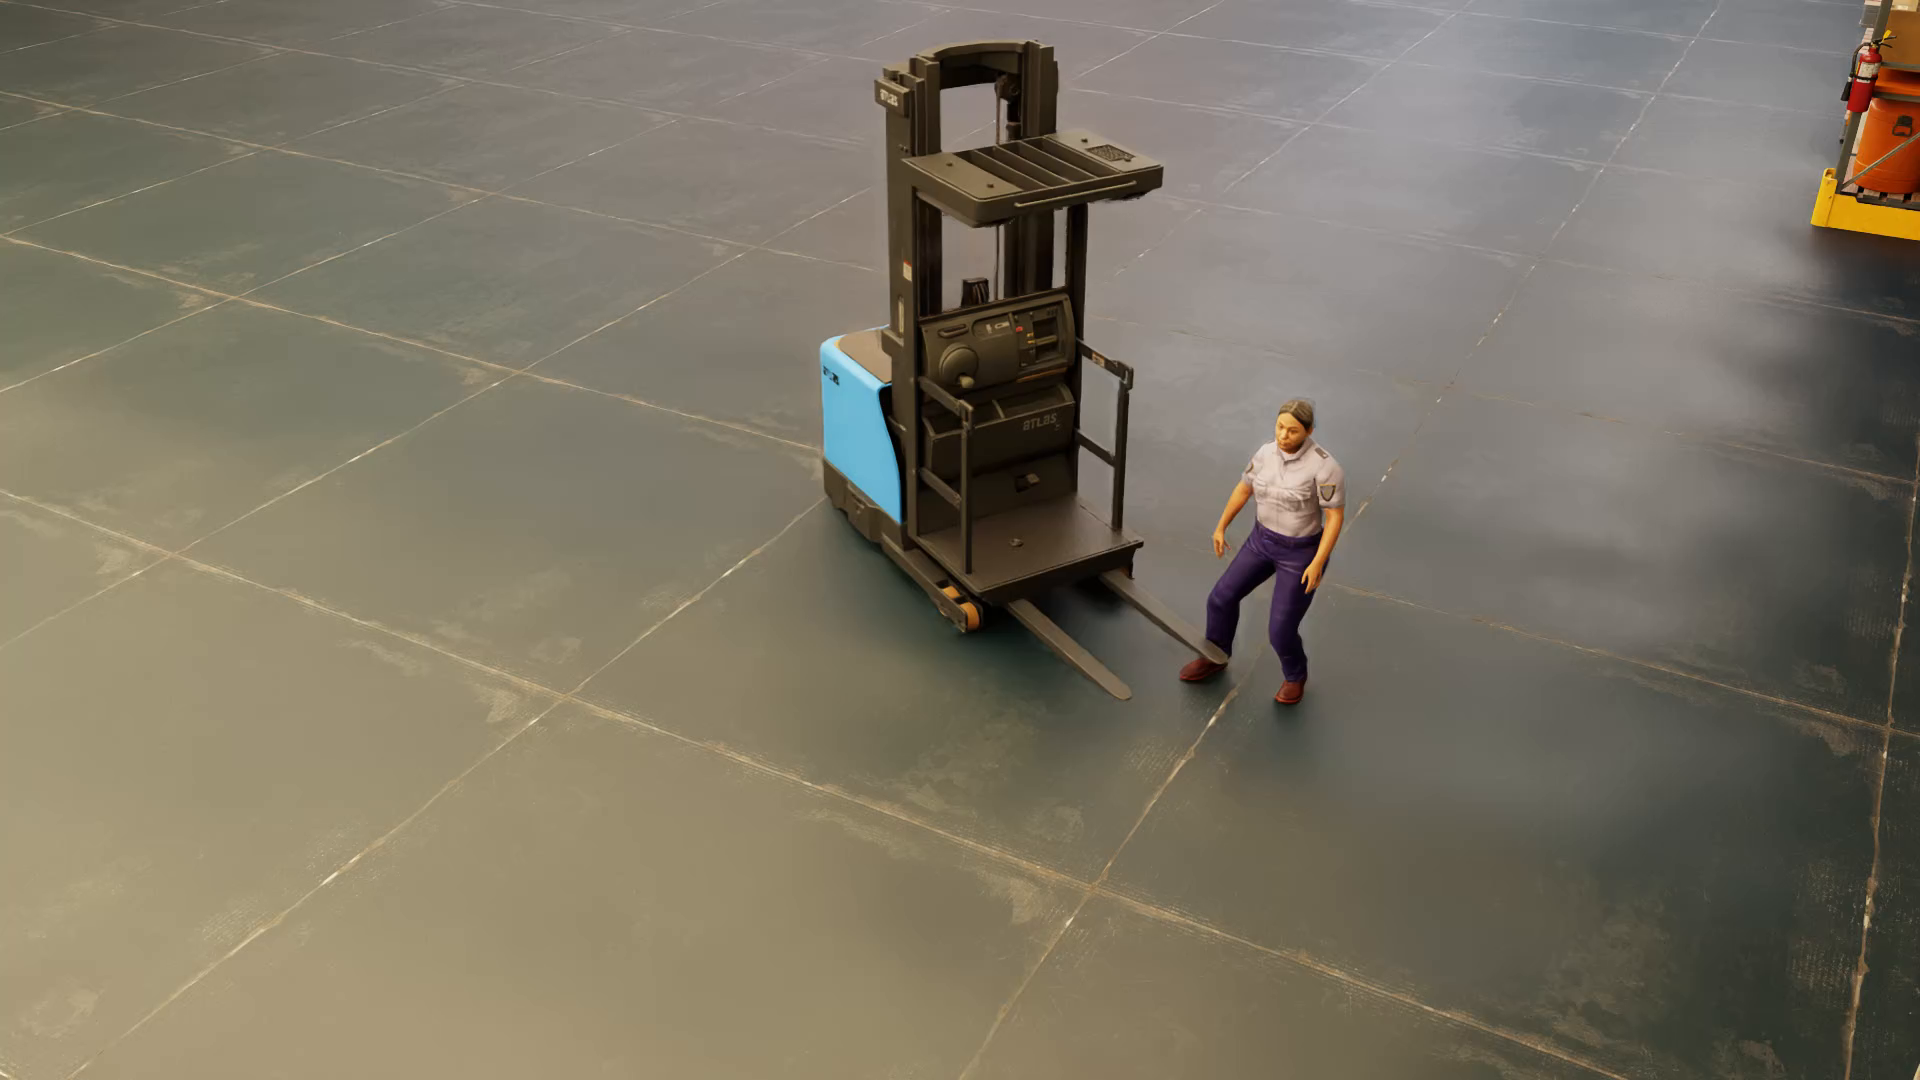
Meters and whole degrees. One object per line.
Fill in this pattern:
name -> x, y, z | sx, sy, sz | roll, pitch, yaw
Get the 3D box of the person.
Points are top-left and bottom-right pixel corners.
person -> 1.529, 0.064, 8.292 | 0.529, 1.599, 0.663 | -23, 37, -34

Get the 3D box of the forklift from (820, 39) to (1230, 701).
forklift -> 0.325, -1.024, 8.845 | 1.130, 2.935, 3.031 | -16, 34, -26
